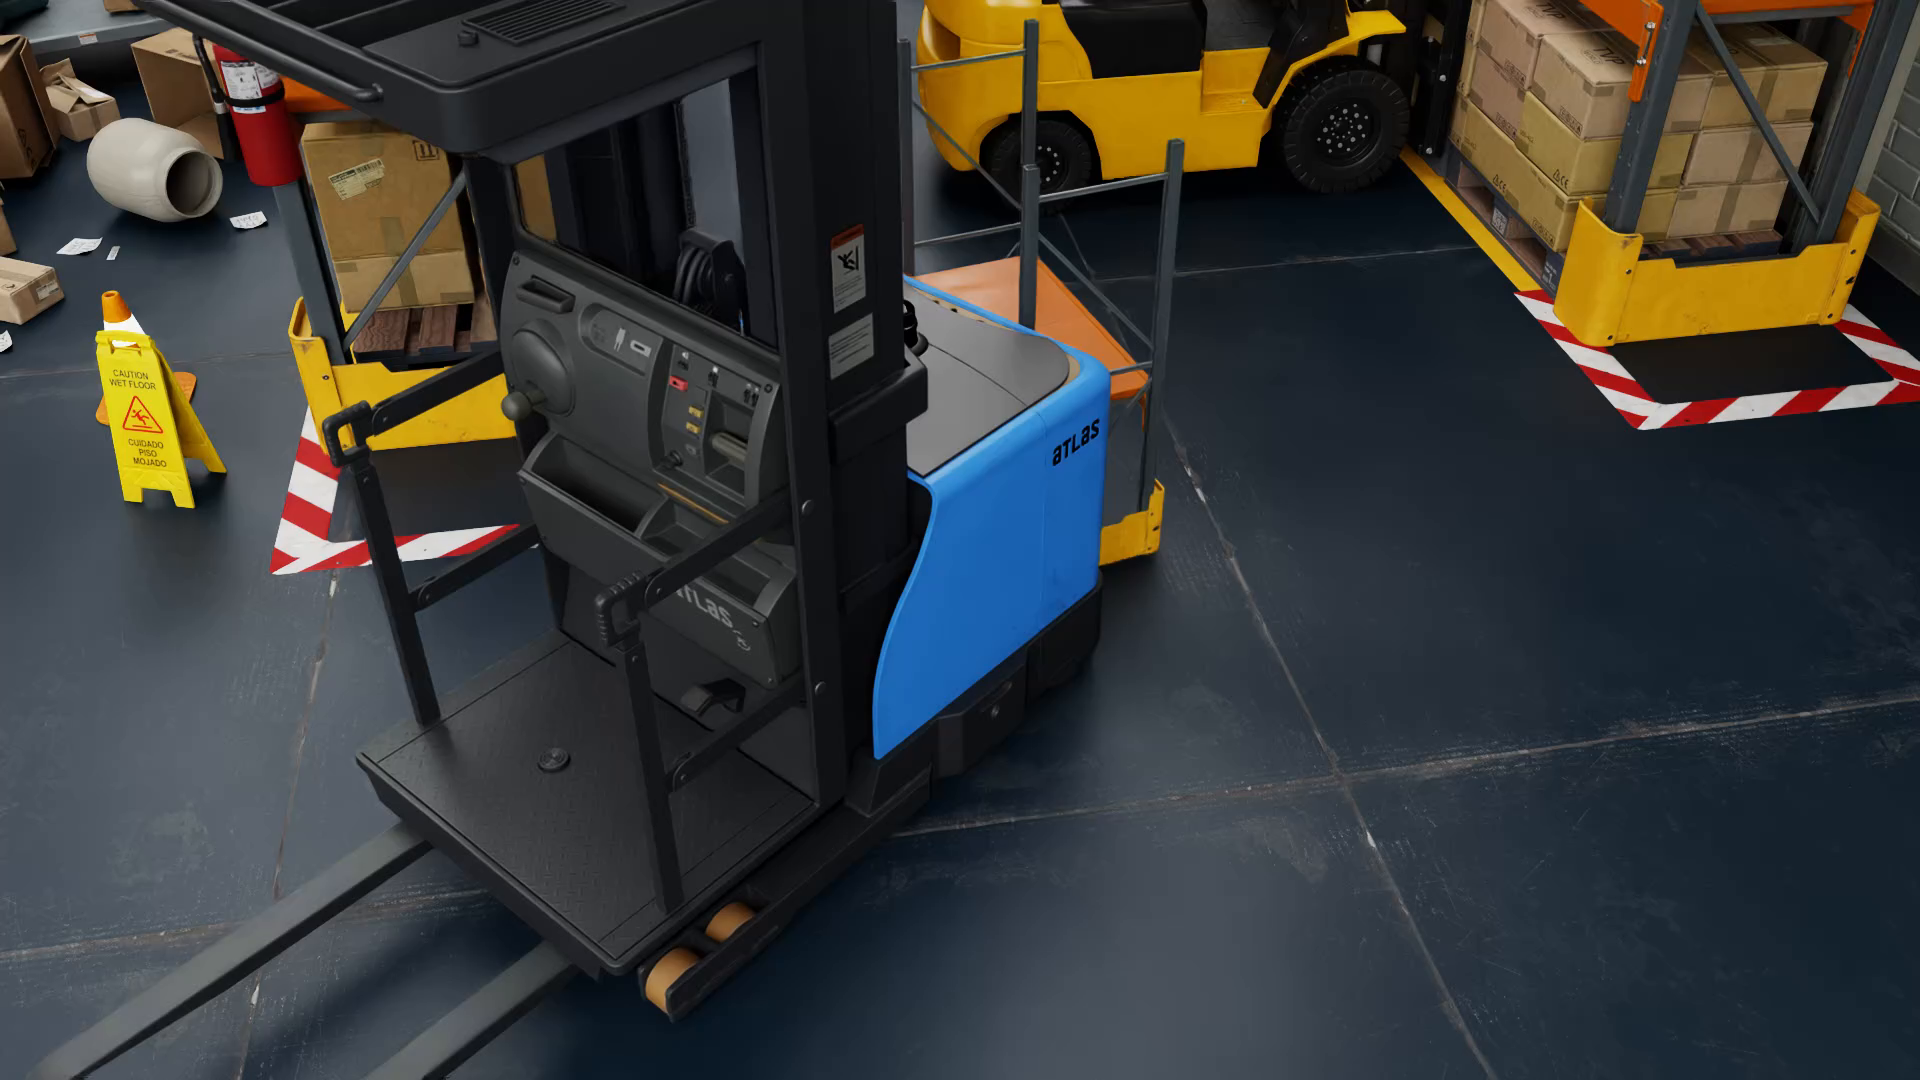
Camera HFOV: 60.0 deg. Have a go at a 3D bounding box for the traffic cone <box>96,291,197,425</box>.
[{"bbox_3d":[-3.151,-0.728,6.310,0.336,0.463,0.334,-6,38,-8],"label":"traffic cone"}]

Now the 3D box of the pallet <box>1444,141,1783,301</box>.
[{"bbox_3d":[2.905,-1.501,7.510,1.003,0.211,1.213,-6,38,-8],"label":"pallet"}]

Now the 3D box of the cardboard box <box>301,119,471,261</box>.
[{"bbox_3d":[-2.203,-1.441,6.447,0.500,0.500,0.500,-6,38,-8],"label":"cardboard box"}]

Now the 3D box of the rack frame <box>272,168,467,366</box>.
[{"bbox_3d":[-1.806,-1.609,5.376,1.000,3.000,0.127,-6,38,-8],"label":"rack frame"}]

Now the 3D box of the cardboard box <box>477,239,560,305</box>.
[{"bbox_3d":[-1.675,-1.206,6.756,0.500,0.250,0.500,-7,38,-8],"label":"cardboard box"}]

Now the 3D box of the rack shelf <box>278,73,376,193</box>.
[{"bbox_3d":[-2.157,-2.533,7.151,1.077,0.370,4.000,-6,38,-8],"label":"rack shelf"}]

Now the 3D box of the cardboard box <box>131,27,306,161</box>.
[{"bbox_3d":[-3.659,-2.245,8.230,0.500,0.500,0.500,19,42,23],"label":"cardboard box"}]

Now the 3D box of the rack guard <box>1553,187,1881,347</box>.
[{"bbox_3d":[3.084,-1.143,6.814,1.175,0.500,0.348,-6,38,-8],"label":"rack guard"}]

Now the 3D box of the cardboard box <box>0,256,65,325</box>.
[{"bbox_3d":[-4.024,-1.057,6.989,0.380,0.149,0.250,13,40,16],"label":"cardboard box"}]

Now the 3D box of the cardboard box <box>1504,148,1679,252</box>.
[{"bbox_3d":[2.687,-1.475,7.102,0.500,0.250,0.500,-6,38,-8],"label":"cardboard box"}]

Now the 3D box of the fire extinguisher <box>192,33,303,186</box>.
[{"bbox_3d":[-2.240,-1.460,5.247,0.296,0.674,0.183,-6,38,-8],"label":"fire extinguisher"}]

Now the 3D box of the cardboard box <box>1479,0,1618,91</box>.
[{"bbox_3d":[2.597,-2.172,7.185,0.500,0.250,0.500,-6,38,-7],"label":"cardboard box"}]

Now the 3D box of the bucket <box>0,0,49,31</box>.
[{"bbox_3d":[-5.069,-2.905,8.473,0.726,0.611,0.620,6,28,8],"label":"bucket"}]

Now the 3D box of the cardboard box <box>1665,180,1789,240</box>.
[{"bbox_3d":[3.187,-1.543,7.190,0.500,0.250,0.500,-6,38,-8],"label":"cardboard box"}]

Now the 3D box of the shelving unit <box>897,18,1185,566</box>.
[{"bbox_3d":[0.215,-0.797,5.553,0.587,1.500,1.083,-14,40,-17],"label":"shelving unit"}]

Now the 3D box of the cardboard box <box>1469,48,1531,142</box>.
[{"bbox_3d":[2.610,-1.987,7.354,0.500,0.250,0.500,-7,38,-8],"label":"cardboard box"}]

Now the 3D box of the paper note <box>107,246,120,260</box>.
[{"bbox_3d":[-3.758,-1.274,7.382,0.032,0.001,0.123,-6,38,-8],"label":"paper note"}]

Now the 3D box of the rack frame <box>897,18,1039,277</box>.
[{"bbox_3d":[0.026,-1.081,5.919,0.500,1.500,0.032,-14,40,-17],"label":"rack frame"}]

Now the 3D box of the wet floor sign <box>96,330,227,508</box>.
[{"bbox_3d":[-2.826,-0.449,5.802,0.267,0.644,0.232,6,38,8],"label":"wet floor sign"}]

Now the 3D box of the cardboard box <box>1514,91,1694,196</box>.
[{"bbox_3d":[2.687,-1.683,6.962,0.500,0.250,0.500,-7,38,-9],"label":"cardboard box"}]

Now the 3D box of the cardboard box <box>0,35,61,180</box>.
[{"bbox_3d":[-4.779,-2.029,7.841,0.797,0.637,0.503,-6,38,-8],"label":"cardboard box"}]

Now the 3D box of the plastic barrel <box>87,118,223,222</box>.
[{"bbox_3d":[-3.659,-1.676,7.562,0.512,0.421,0.421,19,42,23],"label":"plastic barrel"}]

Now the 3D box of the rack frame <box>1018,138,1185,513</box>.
[{"bbox_3d":[0.410,-0.503,5.175,0.500,1.500,0.032,-14,40,-17],"label":"rack frame"}]

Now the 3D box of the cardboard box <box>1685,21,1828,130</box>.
[{"bbox_3d":[3.182,-1.930,6.874,0.500,0.250,0.500,-7,38,-9],"label":"cardboard box"}]

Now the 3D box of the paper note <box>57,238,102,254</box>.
[{"bbox_3d":[-3.933,-1.318,7.431,0.148,0.019,0.142,6,38,8],"label":"paper note"}]

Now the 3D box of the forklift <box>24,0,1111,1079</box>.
[{"bbox_3d":[-0.903,-0.311,3.762,1.130,2.935,3.031,28,46,31],"label":"forklift"}]

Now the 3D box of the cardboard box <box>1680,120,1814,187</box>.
[{"bbox_3d":[3.202,-1.729,7.022,0.500,0.250,0.500,-6,38,-7],"label":"cardboard box"}]

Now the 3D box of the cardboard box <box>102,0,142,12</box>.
[{"bbox_3d":[-4.254,-3.127,8.750,0.500,0.500,0.500,-6,38,-8],"label":"cardboard box"}]

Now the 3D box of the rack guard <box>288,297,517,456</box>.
[{"bbox_3d":[-1.819,-0.668,6.202,1.175,0.500,0.348,-6,38,-8],"label":"rack guard"}]

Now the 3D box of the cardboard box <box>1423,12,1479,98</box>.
[{"bbox_3d":[2.499,-2.296,7.752,0.500,0.250,0.500,-7,38,-9],"label":"cardboard box"}]

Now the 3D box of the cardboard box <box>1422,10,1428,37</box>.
[{"bbox_3d":[2.414,-2.599,8.142,0.500,0.250,0.500,-6,38,-8],"label":"cardboard box"}]

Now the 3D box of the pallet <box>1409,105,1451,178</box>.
[{"bbox_3d":[2.694,-2.237,8.457,1.003,0.211,1.213,-6,38,-8],"label":"pallet"}]

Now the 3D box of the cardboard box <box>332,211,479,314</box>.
[{"bbox_3d":[-2.217,-1.163,6.700,0.500,0.250,0.500,-6,38,-8],"label":"cardboard box"}]

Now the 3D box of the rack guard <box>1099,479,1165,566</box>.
[{"bbox_3d":[0.403,-0.021,5.573,0.587,0.250,0.087,-14,40,-17],"label":"rack guard"}]

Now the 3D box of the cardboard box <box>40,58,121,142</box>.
[{"bbox_3d":[-4.478,-2.222,8.394,0.396,0.266,0.258,27,45,30],"label":"cardboard box"}]

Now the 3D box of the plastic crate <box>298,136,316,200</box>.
[{"bbox_3d":[-3.039,-1.835,8.047,0.402,0.080,0.583,-20,42,-23],"label":"plastic crate"}]

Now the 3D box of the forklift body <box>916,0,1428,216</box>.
[{"bbox_3d":[0.952,-2.759,7.548,2.313,2.155,1.214,-6,38,-8],"label":"forklift body"}]

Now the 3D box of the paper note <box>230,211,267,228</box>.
[{"bbox_3d":[-3.258,-1.468,7.615,0.142,0.019,0.148,-20,42,-23],"label":"paper note"}]

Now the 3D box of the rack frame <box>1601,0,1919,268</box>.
[{"bbox_3d":[3.080,-2.145,6.066,1.000,3.000,0.127,-6,38,-8],"label":"rack frame"}]

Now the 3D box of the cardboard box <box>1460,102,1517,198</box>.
[{"bbox_3d":[2.609,-1.776,7.490,0.500,0.250,0.500,-6,38,-8],"label":"cardboard box"}]

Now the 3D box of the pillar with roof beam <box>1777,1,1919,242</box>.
[{"bbox_3d":[-0.393,-4.568,4.295,9.100,9.000,0.400,-6,38,-8],"label":"pillar with roof beam"}]

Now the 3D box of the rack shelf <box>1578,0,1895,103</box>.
[{"bbox_3d":[2.730,-3.069,7.842,1.077,0.370,4.000,-6,38,-8],"label":"rack shelf"}]

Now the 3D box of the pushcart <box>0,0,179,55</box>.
[{"bbox_3d":[-4.743,-2.714,8.936,1.648,0.377,0.936,-20,42,-23],"label":"pushcart"}]

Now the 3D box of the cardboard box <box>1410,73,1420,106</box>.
[{"bbox_3d":[2.417,-2.391,8.281,0.500,0.250,0.500,-5,38,-7],"label":"cardboard box"}]

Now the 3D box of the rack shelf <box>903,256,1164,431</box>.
[{"bbox_3d":[0.218,-0.650,5.657,0.538,0.185,1.000,-14,40,-17],"label":"rack shelf"}]

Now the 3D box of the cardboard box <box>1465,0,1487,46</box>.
[{"bbox_3d":[2.499,-2.476,7.576,0.500,0.250,0.500,-6,38,-7],"label":"cardboard box"}]

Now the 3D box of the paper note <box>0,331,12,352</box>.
[{"bbox_3d":[-3.931,-0.793,6.746,0.148,0.019,0.142,-20,42,-23],"label":"paper note"}]

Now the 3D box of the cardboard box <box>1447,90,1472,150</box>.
[{"bbox_3d":[2.530,-2.079,7.880,0.500,0.250,0.500,-6,38,-7],"label":"cardboard box"}]

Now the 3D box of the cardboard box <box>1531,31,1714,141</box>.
[{"bbox_3d":[2.692,-1.864,6.789,0.500,0.250,0.500,-5,38,-6],"label":"cardboard box"}]

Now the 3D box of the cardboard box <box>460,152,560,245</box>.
[{"bbox_3d":[-1.680,-1.516,6.544,0.500,0.500,0.500,-7,38,-9],"label":"cardboard box"}]

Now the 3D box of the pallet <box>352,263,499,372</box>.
[{"bbox_3d":[-1.927,-1.048,6.927,1.003,0.211,1.213,-6,38,-8],"label":"pallet"}]

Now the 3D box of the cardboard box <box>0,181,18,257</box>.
[{"bbox_3d":[-4.606,-1.412,7.157,0.637,0.503,0.797,27,45,30],"label":"cardboard box"}]
